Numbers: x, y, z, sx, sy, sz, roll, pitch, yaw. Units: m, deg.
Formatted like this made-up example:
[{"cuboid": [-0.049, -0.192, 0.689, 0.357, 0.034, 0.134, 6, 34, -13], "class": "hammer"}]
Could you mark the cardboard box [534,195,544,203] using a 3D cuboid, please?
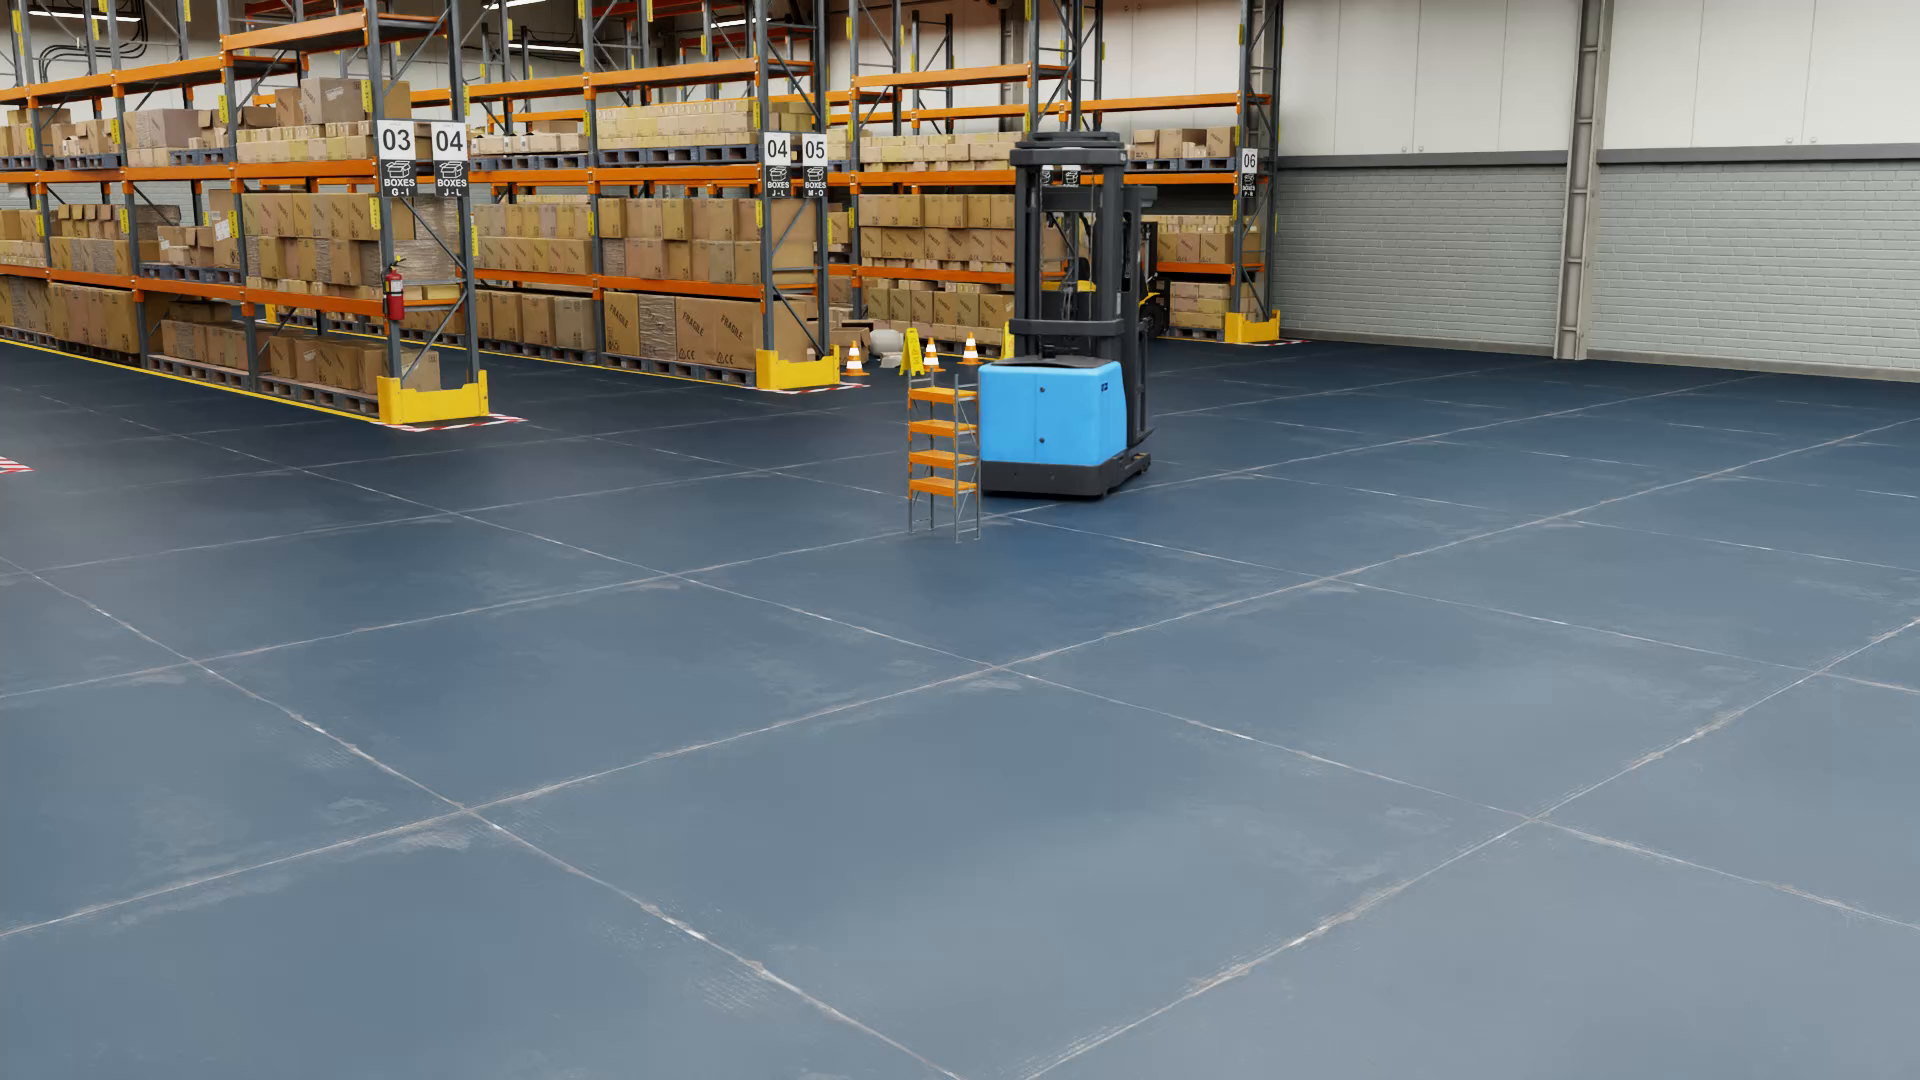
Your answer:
[{"cuboid": [-8.572, -7.058, 34.404, 0.250, 0.149, 0.380, 11, 16, 44], "class": "cardboard box"}]

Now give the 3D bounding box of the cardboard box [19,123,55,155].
[{"cuboid": [-14.647, -6.438, 26.758, 0.500, 0.500, 0.700, 11, 16, 42], "class": "cardboard box"}]

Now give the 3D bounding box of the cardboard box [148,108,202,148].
[{"cuboid": [-10.462, -5.488, 22.193, 0.500, 0.500, 0.500, 11, 16, 44], "class": "cardboard box"}]

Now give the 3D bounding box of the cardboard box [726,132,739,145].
[{"cuboid": [-2.767, -5.124, 21.248, 0.380, 0.149, 0.250, -11, 16, -42], "class": "cardboard box"}]

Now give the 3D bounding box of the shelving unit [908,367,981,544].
[{"cuboid": [-0.114, -0.612, 11.908, 0.258, 1.200, 0.503, -11, 16, -43], "class": "shelving unit"}]

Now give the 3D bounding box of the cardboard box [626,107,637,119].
[{"cuboid": [-4.348, -5.848, 22.789, 0.380, 0.149, 0.250, -11, 16, -43], "class": "cardboard box"}]

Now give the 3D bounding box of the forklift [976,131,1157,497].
[{"cuboid": [1.078, -2.036, 14.529, 1.130, 2.935, 3.031, 4, 12, 18], "class": "forklift"}]

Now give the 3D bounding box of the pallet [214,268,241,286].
[{"cuboid": [-8.961, -3.430, 21.602, 1.003, 0.211, 1.213, -11, 16, -43], "class": "pallet"}]

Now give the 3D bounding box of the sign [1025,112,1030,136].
[{"cuboid": [0.976, -6.018, 24.059, 0.100, 0.325, 0.005, -11, 16, -43], "class": "sign"}]

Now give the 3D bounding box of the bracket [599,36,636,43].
[{"cuboid": [-9.753, -12.856, 43.090, 0.076, 0.066, 5.218, -11, 16, -43], "class": "bracket"}]

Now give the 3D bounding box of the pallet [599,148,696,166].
[{"cuboid": [-4.323, -5.373, 23.346, 1.003, 0.211, 1.213, -11, 16, -43], "class": "pallet"}]

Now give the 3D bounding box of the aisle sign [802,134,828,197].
[{"cuboid": [-1.853, -4.790, 21.283, 0.394, 0.787, 0.004, -11, 16, -43], "class": "aisle sign"}]

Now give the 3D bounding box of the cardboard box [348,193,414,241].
[{"cuboid": [-6.334, -3.539, 18.191, 0.500, 0.500, 0.500, -11, 16, -43], "class": "cardboard box"}]

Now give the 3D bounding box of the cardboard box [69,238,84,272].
[{"cuboid": [-13.233, -4.360, 25.395, 0.500, 0.500, 0.500, 11, 16, 44], "class": "cardboard box"}]

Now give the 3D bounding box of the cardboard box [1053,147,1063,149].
[{"cuboid": [1.237, -5.841, 25.031, 0.500, 0.250, 0.500, -11, 16, -44], "class": "cardboard box"}]

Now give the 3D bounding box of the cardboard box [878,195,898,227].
[{"cuboid": [-0.887, -5.286, 26.670, 0.700, 0.500, 0.500, -11, 16, -42], "class": "cardboard box"}]

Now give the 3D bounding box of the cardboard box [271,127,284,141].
[{"cuboid": [-7.810, -4.740, 19.435, 0.380, 0.149, 0.250, -11, 16, -44], "class": "cardboard box"}]

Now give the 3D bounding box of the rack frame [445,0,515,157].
[{"cuboid": [-7.643, -7.591, 26.454, 1.000, 3.000, 0.127, -11, 16, -43], "class": "rack frame"}]

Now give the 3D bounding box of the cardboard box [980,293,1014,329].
[{"cuboid": [0.650, -3.496, 25.363, 0.500, 0.500, 0.500, -11, 16, -42], "class": "cardboard box"}]

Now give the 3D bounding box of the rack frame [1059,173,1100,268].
[{"cuboid": [2.217, -5.465, 31.006, 1.000, 3.000, 0.127, -11, 16, -43], "class": "rack frame"}]

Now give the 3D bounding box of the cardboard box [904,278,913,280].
[{"cuboid": [-1.070, -5.385, 34.162, 0.250, 0.149, 0.380, 11, 16, 42], "class": "cardboard box"}]

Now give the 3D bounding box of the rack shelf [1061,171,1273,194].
[{"cuboid": [3.598, -6.290, 29.359, 1.077, 0.370, 4.000, -11, 16, -43], "class": "rack shelf"}]

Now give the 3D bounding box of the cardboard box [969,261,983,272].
[{"cuboid": [0.362, -4.186, 25.420, 0.380, 0.149, 0.250, -11, 16, -42], "class": "cardboard box"}]

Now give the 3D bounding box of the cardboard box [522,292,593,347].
[{"cuboid": [-6.038, -3.392, 25.476, 1.050, 0.750, 0.750, -11, 16, -43], "class": "cardboard box"}]

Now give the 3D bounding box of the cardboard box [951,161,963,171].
[{"cuboid": [0.079, -5.739, 25.524, 0.250, 0.149, 0.380, 11, 16, 44], "class": "cardboard box"}]

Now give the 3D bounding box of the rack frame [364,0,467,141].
[{"cuboid": [-5.776, -5.747, 17.504, 1.000, 3.000, 0.127, -11, 16, -43], "class": "rack frame"}]

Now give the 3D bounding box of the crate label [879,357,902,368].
[{"cuboid": [-0.994, -2.572, 24.057, 0.298, 0.136, 0.250, 3, 12, 16], "class": "crate label"}]

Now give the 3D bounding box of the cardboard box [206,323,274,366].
[{"cuboid": [-9.649, -2.630, 22.347, 0.500, 0.500, 0.700, 10, 15, 40], "class": "cardboard box"}]

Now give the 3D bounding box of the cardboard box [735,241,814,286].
[{"cuboid": [-2.408, -3.606, 21.610, 0.875, 0.550, 0.550, -11, 16, -43], "class": "cardboard box"}]

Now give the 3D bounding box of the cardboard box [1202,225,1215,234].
[{"cuboid": [4.339, -5.293, 28.314, 0.380, 0.149, 0.250, -11, 16, -42], "class": "cardboard box"}]

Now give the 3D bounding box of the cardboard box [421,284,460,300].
[{"cuboid": [-5.800, -2.760, 18.498, 0.380, 0.149, 0.250, -11, 16, -43], "class": "cardboard box"}]

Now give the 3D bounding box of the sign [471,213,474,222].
[{"cuboid": [-12.131, -8.043, 41.468, 0.339, 0.242, 0.001, -11, 16, -43], "class": "sign"}]

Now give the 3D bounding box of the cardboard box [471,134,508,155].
[{"cuboid": [-7.302, -6.196, 26.052, 0.500, 0.311, 0.500, -11, 16, -42], "class": "cardboard box"}]

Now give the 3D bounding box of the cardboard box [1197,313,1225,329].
[{"cuboid": [4.426, -3.765, 28.526, 0.500, 0.250, 0.500, -11, 16, -42], "class": "cardboard box"}]

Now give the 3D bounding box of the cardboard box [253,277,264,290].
[{"cuboid": [-8.444, -3.158, 20.427, 0.380, 0.149, 0.250, -11, 16, -43], "class": "cardboard box"}]

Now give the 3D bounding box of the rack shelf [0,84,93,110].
[{"cuboid": [-15.444, -7.242, 27.534, 1.077, 0.370, 4.000, -11, 16, -43], "class": "rack shelf"}]

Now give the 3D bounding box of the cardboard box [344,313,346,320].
[{"cuboid": [-11.042, -4.105, 30.426, 0.380, 0.149, 0.250, -10, 16, -41], "class": "cardboard box"}]

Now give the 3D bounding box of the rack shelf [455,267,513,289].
[{"cuboid": [-9.024, -4.592, 28.549, 1.077, 0.370, 4.000, -11, 16, -43], "class": "rack shelf"}]

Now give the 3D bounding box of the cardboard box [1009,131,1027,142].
[{"cuboid": [0.945, -5.934, 24.494, 0.380, 0.149, 0.250, -11, 16, -42], "class": "cardboard box"}]

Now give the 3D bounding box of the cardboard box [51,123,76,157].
[{"cuboid": [-13.655, -6.200, 25.851, 0.700, 0.500, 0.500, -10, 16, -41], "class": "cardboard box"}]

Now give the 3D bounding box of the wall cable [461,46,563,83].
[{"cuboid": [-11.203, -10.759, 41.740, 2.988, 3.039, 0.133, -11, 16, -43], "class": "wall cable"}]

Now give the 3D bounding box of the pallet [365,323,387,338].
[{"cuboid": [-9.867, -3.757, 29.624, 1.003, 0.211, 1.213, -11, 16, -43], "class": "pallet"}]

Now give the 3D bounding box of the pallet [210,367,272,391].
[{"cuboid": [-9.077, -2.140, 21.775, 1.003, 0.211, 1.213, -11, 16, -43], "class": "pallet"}]

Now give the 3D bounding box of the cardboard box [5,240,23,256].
[{"cuboid": [-15.617, -4.884, 27.818, 0.500, 0.250, 0.500, -11, 16, -44], "class": "cardboard box"}]

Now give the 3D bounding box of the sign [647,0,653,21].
[{"cuboid": [-4.463, -7.616, 23.868, 0.100, 0.325, 0.005, -11, 16, -43], "class": "sign"}]

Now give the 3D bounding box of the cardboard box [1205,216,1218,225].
[{"cuboid": [4.387, -5.449, 28.332, 0.380, 0.149, 0.250, -11, 16, -42], "class": "cardboard box"}]

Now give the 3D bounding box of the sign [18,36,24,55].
[{"cuboid": [-16.423, -8.652, 29.093, 0.100, 0.325, 0.005, -11, 16, -43], "class": "sign"}]

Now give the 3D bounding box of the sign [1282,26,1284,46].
[{"cuboid": [5.385, -8.431, 27.828, 0.100, 0.325, 0.005, -11, 16, -43], "class": "sign"}]

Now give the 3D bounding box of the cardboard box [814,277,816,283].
[{"cuboid": [-3.137, -5.512, 36.388, 0.500, 0.500, 0.500, -10, 15, -40], "class": "cardboard box"}]

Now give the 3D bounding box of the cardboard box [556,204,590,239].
[{"cuboid": [-5.585, -4.754, 24.826, 0.700, 0.500, 0.500, -11, 16, -43], "class": "cardboard box"}]

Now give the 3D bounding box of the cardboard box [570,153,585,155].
[{"cuboid": [-7.568, -7.647, 33.207, 0.396, 0.266, 0.258, -10, 15, -41], "class": "cardboard box"}]

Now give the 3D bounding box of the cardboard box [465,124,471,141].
[{"cuboid": [-8.111, -6.568, 26.780, 0.396, 0.266, 0.258, -11, 16, -43], "class": "cardboard box"}]

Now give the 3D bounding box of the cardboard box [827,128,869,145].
[{"cuboid": [-1.863, -6.686, 27.590, 0.500, 0.250, 0.500, -10, 16, -41], "class": "cardboard box"}]

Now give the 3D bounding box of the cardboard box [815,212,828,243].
[{"cuboid": [-2.199, -5.281, 28.086, 0.500, 0.500, 0.500, -11, 16, -42], "class": "cardboard box"}]
